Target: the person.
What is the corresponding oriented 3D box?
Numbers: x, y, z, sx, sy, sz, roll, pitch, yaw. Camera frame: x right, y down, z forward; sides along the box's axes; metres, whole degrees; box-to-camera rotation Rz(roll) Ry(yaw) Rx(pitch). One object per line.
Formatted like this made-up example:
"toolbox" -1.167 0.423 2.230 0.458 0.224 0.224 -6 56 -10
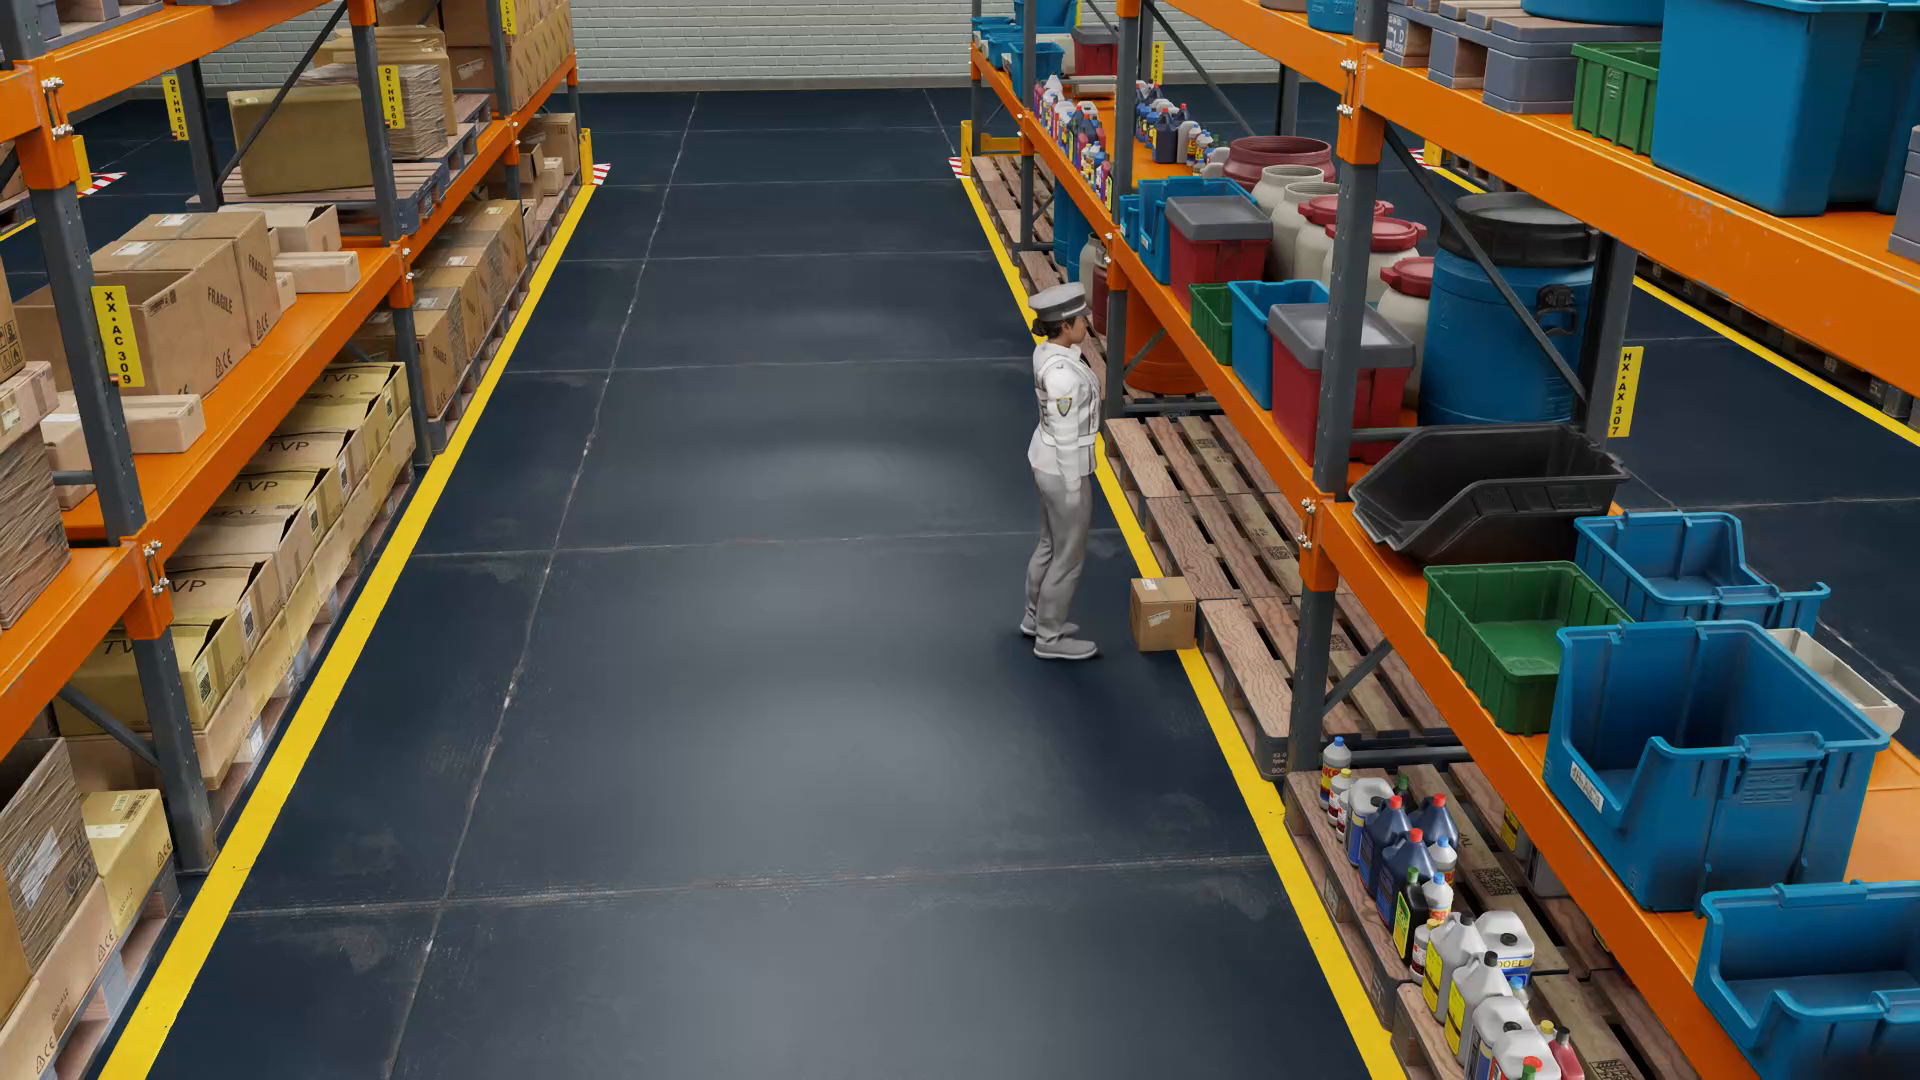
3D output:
"person" 0.454 -0.291 7.264 0.343 1.701 0.464 -2 24 -4
